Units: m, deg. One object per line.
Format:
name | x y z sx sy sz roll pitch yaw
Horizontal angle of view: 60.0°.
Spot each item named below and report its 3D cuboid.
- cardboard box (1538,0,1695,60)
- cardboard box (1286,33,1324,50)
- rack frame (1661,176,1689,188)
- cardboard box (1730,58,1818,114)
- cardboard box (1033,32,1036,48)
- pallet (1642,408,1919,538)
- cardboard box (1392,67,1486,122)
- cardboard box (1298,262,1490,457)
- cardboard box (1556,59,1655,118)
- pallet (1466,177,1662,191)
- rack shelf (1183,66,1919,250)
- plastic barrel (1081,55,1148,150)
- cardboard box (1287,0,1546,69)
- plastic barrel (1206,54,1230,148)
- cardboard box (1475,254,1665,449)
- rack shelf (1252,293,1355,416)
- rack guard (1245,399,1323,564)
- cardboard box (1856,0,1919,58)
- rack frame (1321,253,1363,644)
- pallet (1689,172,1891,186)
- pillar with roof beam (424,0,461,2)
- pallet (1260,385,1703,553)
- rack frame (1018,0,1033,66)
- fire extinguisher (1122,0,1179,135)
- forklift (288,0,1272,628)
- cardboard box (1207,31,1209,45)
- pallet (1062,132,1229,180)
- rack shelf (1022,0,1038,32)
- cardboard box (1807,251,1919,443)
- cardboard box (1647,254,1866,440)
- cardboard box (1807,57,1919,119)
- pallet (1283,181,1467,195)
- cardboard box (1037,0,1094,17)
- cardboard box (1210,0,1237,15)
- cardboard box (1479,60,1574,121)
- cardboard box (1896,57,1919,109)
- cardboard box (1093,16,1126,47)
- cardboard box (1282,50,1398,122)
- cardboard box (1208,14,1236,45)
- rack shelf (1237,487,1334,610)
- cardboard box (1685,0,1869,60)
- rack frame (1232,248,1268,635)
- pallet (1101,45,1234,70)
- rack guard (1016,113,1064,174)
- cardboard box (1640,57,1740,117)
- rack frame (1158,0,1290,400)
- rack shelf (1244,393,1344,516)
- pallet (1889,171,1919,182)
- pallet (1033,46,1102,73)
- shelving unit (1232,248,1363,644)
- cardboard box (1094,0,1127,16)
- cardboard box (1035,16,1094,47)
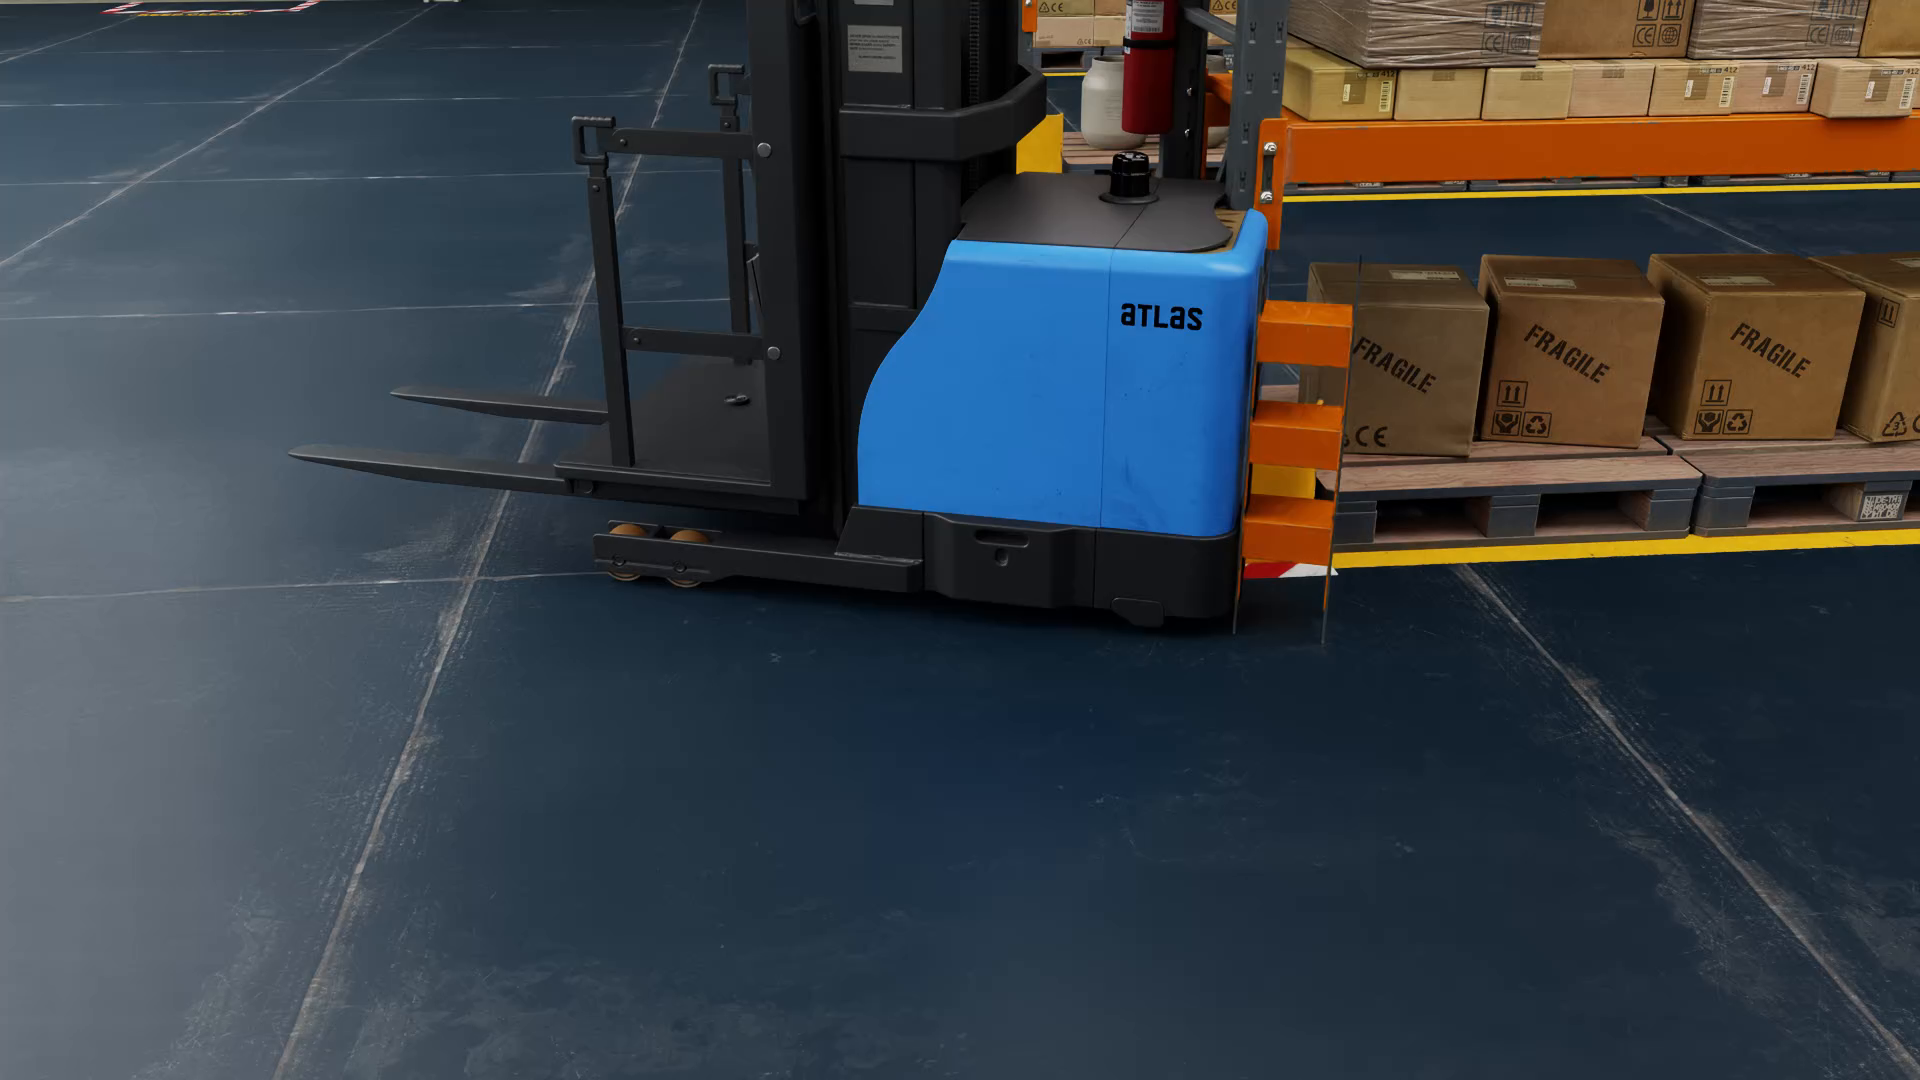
cardboard box | 1.820 -1.794 5.104 0.500 0.500 0.875 -2 24 -5
cardboard box | 1.048 -1.513 5.271 0.250 0.149 0.380 -2 24 -5
rack frame | 4.278 -3.695 9.870 0.127 3.000 1.000 -2 24 -5
cardboard box | 2.335 -1.386 4.984 0.250 0.149 0.380 -2 24 -5
cardboard box | 0.370 -4.404 14.334 0.500 0.250 0.500 -2 24 -5
pallet | 2.883 -0.327 5.727 1.213 0.211 1.003 -2 24 -5
cardboard box | 1.342 -1.336 4.871 0.250 0.149 0.380 -2 24 -5
cardboard box | 1.408 -0.601 5.469 0.500 0.500 0.500 2 24 5
cardboard box | 1.839 -1.358 4.921 0.250 0.149 0.380 -2 24 -5
pallet | 3.606 -2.411 10.414 1.213 0.211 1.003 -2 24 -5
rack shelf | 2.775 -1.284 5.332 4.000 0.370 1.077 -2 24 -5
plastic barrel | 0.945 -2.647 10.059 0.421 0.512 0.421 0 24 0
cardboard box | 1.335 -1.726 4.950 0.500 0.500 0.875 -2 24 -5
plastic barrel | 1.444 -2.667 10.104 0.421 0.512 0.421 0 24 0
cardboard box | 1.999 -0.639 5.554 0.500 0.500 0.500 4 24 9
rack shelf | 0.908 -0.493 4.393 0.240 0.259 0.215 6 25 12
rack guard | 0.860 -0.394 5.521 0.348 0.500 1.175 -2 24 -5
cardboard box | 2.821 -1.812 5.144 0.500 0.500 0.875 -2 24 -5
rack frame | 1.027 -0.231 4.478 0.008 1.050 0.200 6 25 12
pallet | 5.056 -2.468 10.542 1.213 0.211 1.003 -2 24 -5
pillar with roof beam | -5.612 -8.679 13.697 0.400 9.000 9.100 -2 24 -5
pallet | 1.672 -0.280 5.620 1.213 0.211 1.003 -2 24 -5
rack frame | 0.298 -3.535 9.510 0.127 3.000 1.000 -2 24 -5
fire extinguisher | 0.625 -1.679 5.431 0.183 0.674 0.296 -2 24 -5
forklift | -0.607 -1.399 4.790 3.031 2.935 1.130 6 25 12
cardboard box | 1.863 -4.464 14.467 0.500 0.250 0.500 -2 24 -5
pallet | 1.178 -2.313 10.194 1.213 0.211 1.003 -2 24 -5
rack shelf | 2.288 -3.286 9.836 4.000 0.370 1.077 -2 24 -5
cardboard box | 3.184 -0.660 5.603 0.500 0.500 0.500 -4 24 -10
cardboard box | 2.624 -0.656 5.593 0.500 0.500 0.500 0 24 0
cardboard box | 2.594 -1.354 4.913 0.250 0.149 0.380 -2 24 -5
pallet | 2.389 -2.361 10.301 1.213 0.211 1.003 -2 24 -5
cardboard box | 0.867 -4.768 14.228 0.500 0.500 0.500 -2 24 -5
cardboard box | 2.359 -4.832 14.372 0.500 0.500 0.500 -2 24 -5
cardboard box | 1.592 -1.340 4.880 0.250 0.149 0.380 -2 24 -5
cardboard box | 2.830 -1.418 5.056 0.250 0.149 0.380 -2 24 -5
cardboard box | 1.365 -4.446 14.427 0.500 0.250 0.500 -2 24 -5
cardboard box | 1.092 -1.333 4.866 0.250 0.149 0.380 -2 24 -5
cardboard box | 2.360 -4.484 14.513 0.500 0.250 0.500 -2 24 -5
rack shelf | 0.908 0.021 4.621 0.240 0.259 0.215 6 25 12
cardboard box | 2.322 -1.797 5.110 0.500 0.500 0.875 -2 24 -5
rack frame | 0.790 -0.255 4.530 0.008 1.050 0.200 6 25 12
pallet | 1.783 -4.358 14.795 1.213 0.211 1.003 -2 24 -5
rack guard | 0.369 -2.415 10.068 0.348 0.500 1.175 -2 24 -5
cardboard box | 2.089 -1.365 4.937 0.250 0.149 0.380 -2 24 -5
rack frame | 0.784 -1.533 5.006 0.127 3.000 1.000 -2 24 -5
rack shelf | 0.908 -0.233 4.508 0.240 0.259 0.215 6 25 12
pallet | 6.273 -2.518 10.654 1.213 0.211 1.003 -2 24 -5
pallet | 0.571 -4.311 14.688 1.213 0.211 1.003 -2 24 -5
shelving unit | 0.908 -0.243 4.504 0.252 1.050 0.215 6 25 12
cardboard box | 1.364 -4.793 14.285 0.500 0.500 0.500 -2 24 -5
cardboard box | 0.867 -4.426 14.382 0.500 0.250 0.500 -2 24 -5
